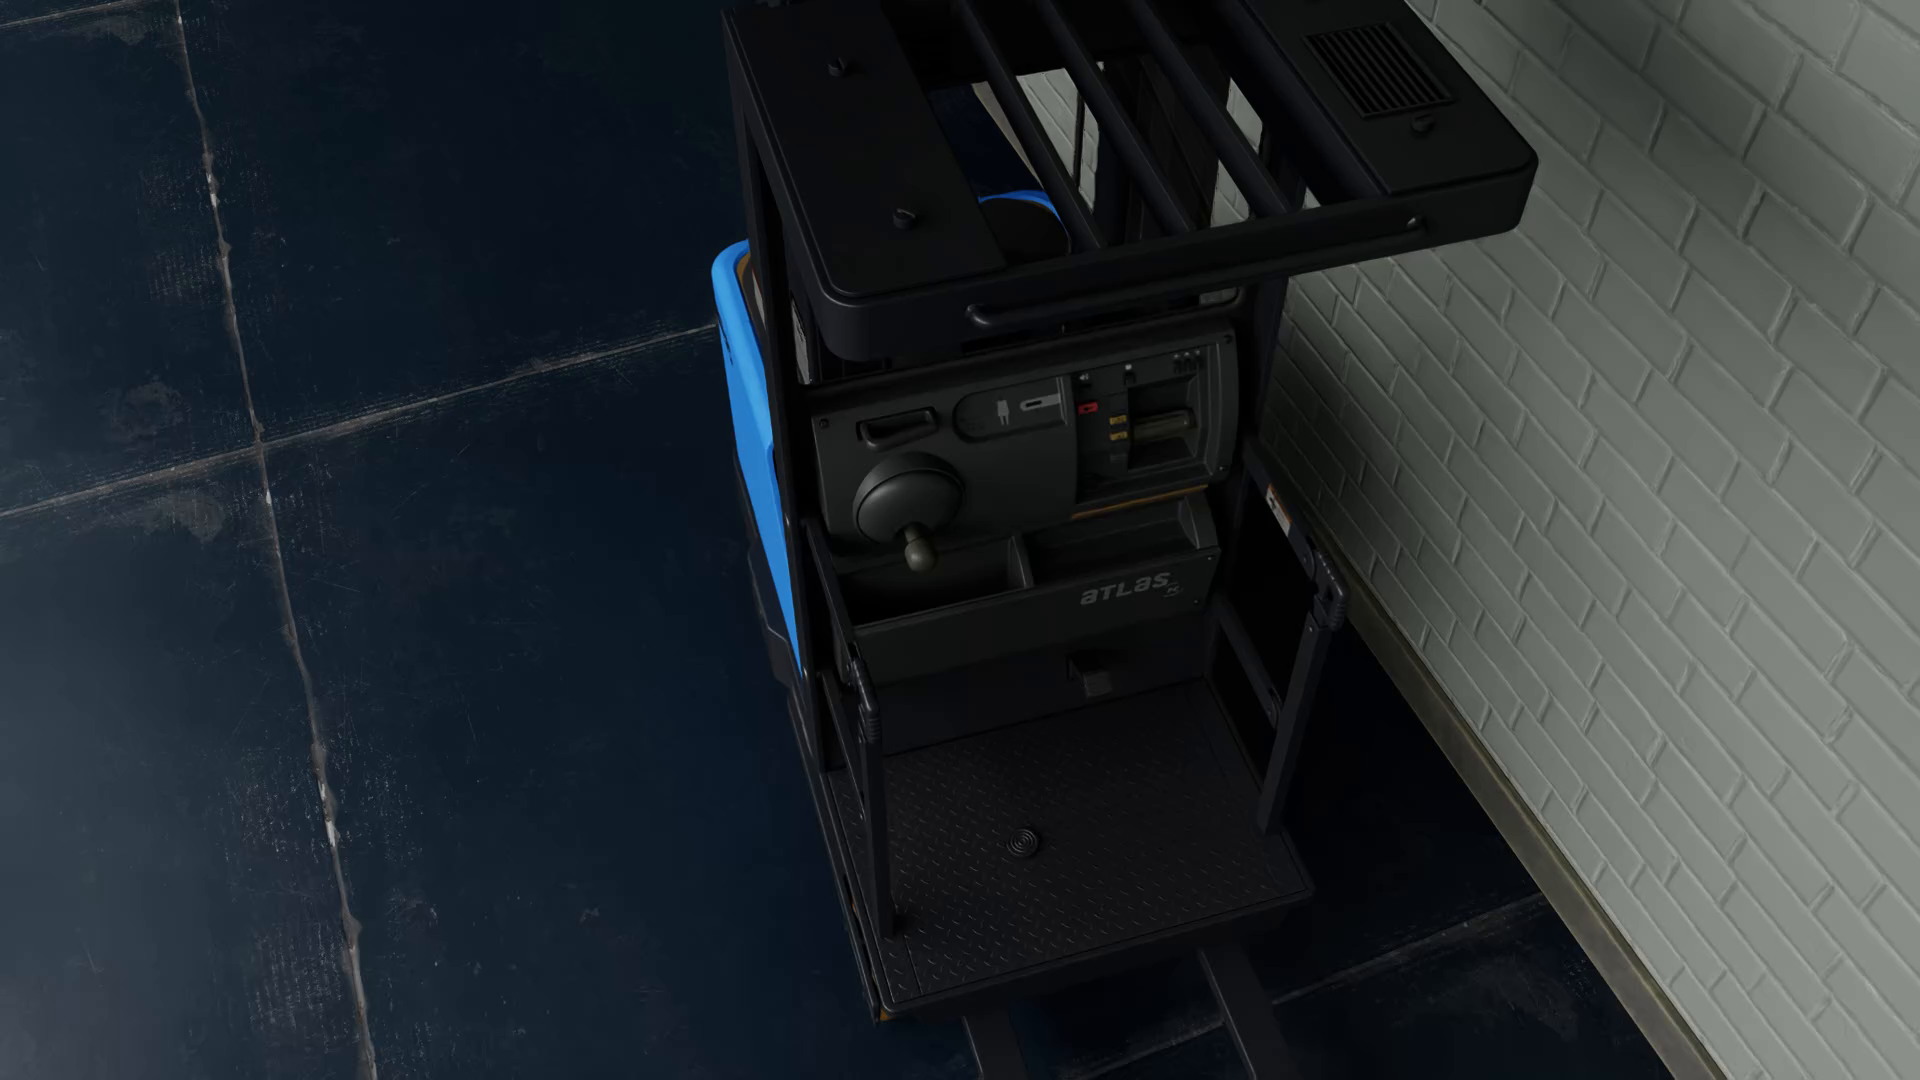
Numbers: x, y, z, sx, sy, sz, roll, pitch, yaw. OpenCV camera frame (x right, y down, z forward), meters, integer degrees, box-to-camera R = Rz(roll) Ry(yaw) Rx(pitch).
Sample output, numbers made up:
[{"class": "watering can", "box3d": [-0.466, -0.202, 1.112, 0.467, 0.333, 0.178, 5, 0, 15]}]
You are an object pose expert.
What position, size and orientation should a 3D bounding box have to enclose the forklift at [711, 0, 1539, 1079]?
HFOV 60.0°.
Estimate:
[{"class": "forklift", "box3d": [0.215, -0.092, 3.397, 1.130, 2.935, 3.031, -13, 51, -11]}]
